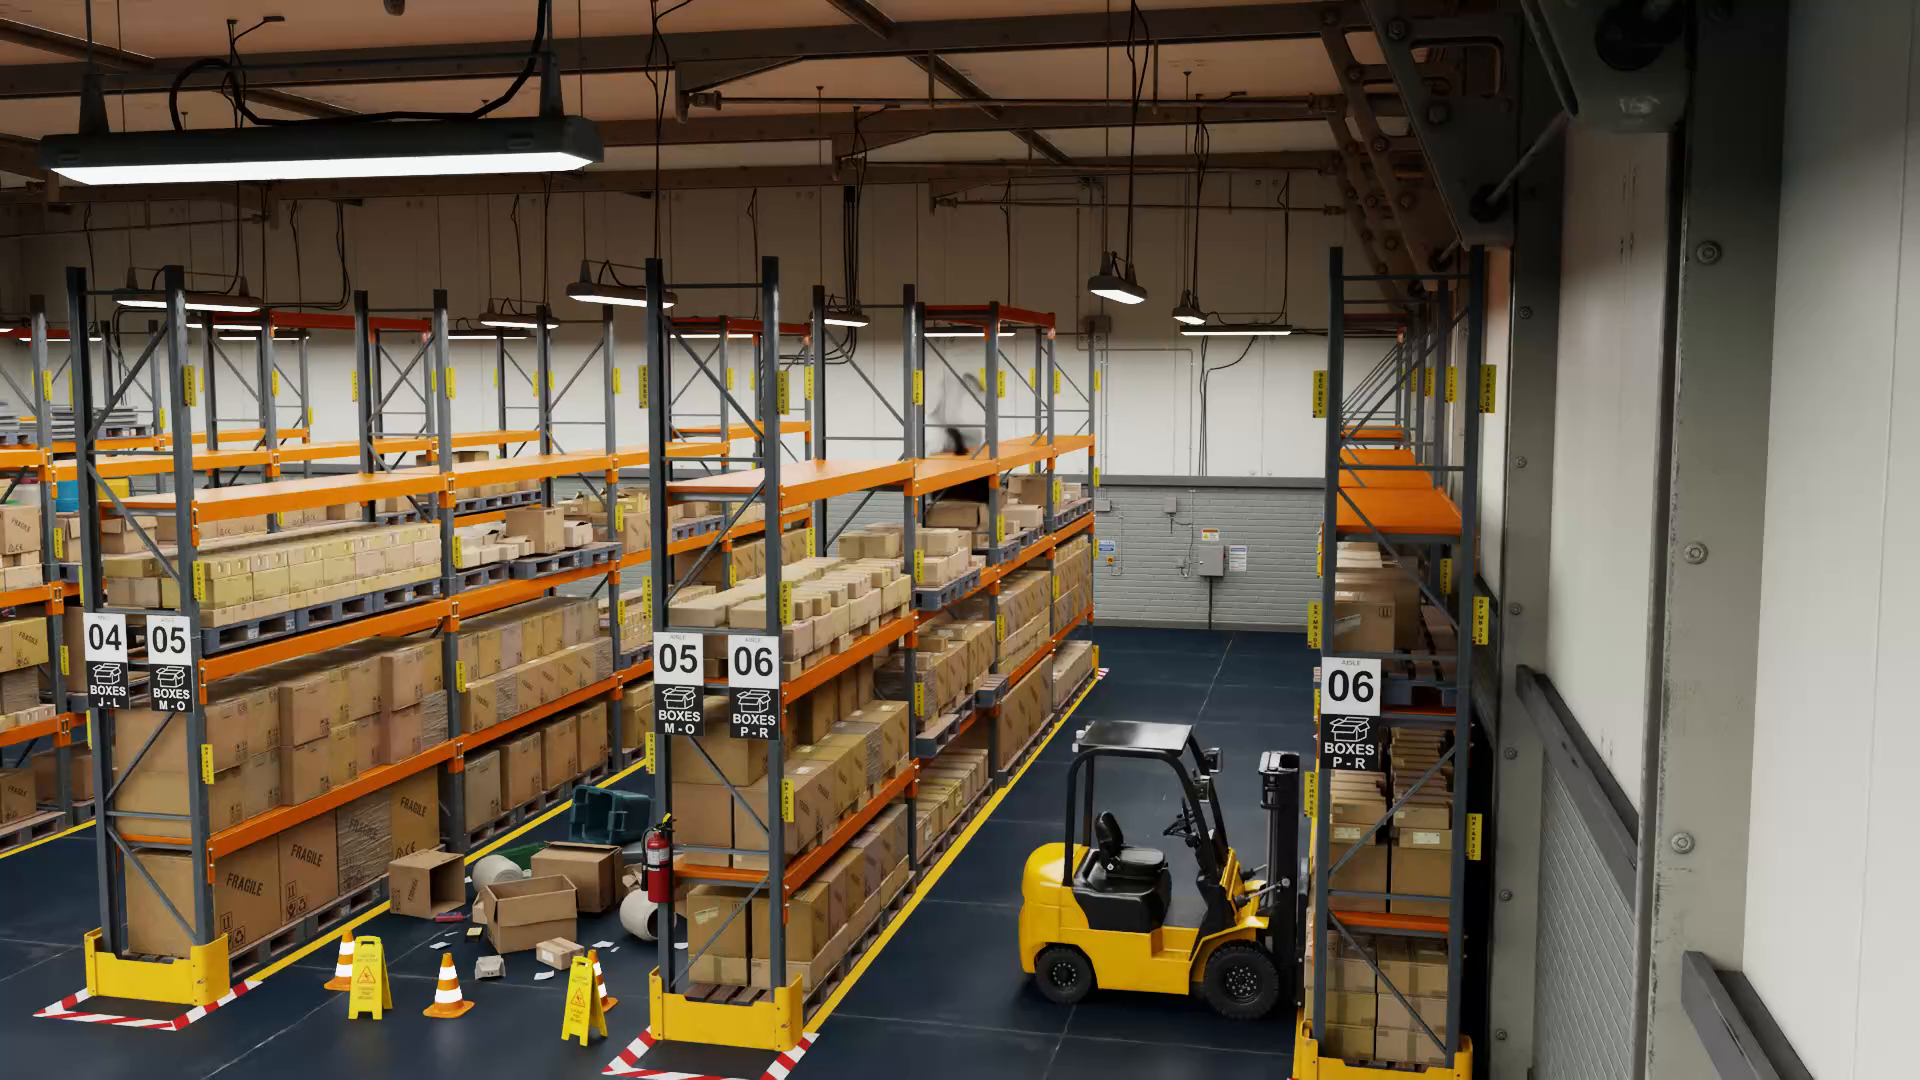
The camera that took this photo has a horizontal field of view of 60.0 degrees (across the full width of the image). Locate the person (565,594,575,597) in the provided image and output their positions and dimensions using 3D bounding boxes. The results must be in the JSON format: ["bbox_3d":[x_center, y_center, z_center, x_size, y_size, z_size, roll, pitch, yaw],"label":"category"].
[{"bbox_3d":[-6.050,1.698,25.814,0.659,1.733,0.634,0,6,5],"label":"person"}]
